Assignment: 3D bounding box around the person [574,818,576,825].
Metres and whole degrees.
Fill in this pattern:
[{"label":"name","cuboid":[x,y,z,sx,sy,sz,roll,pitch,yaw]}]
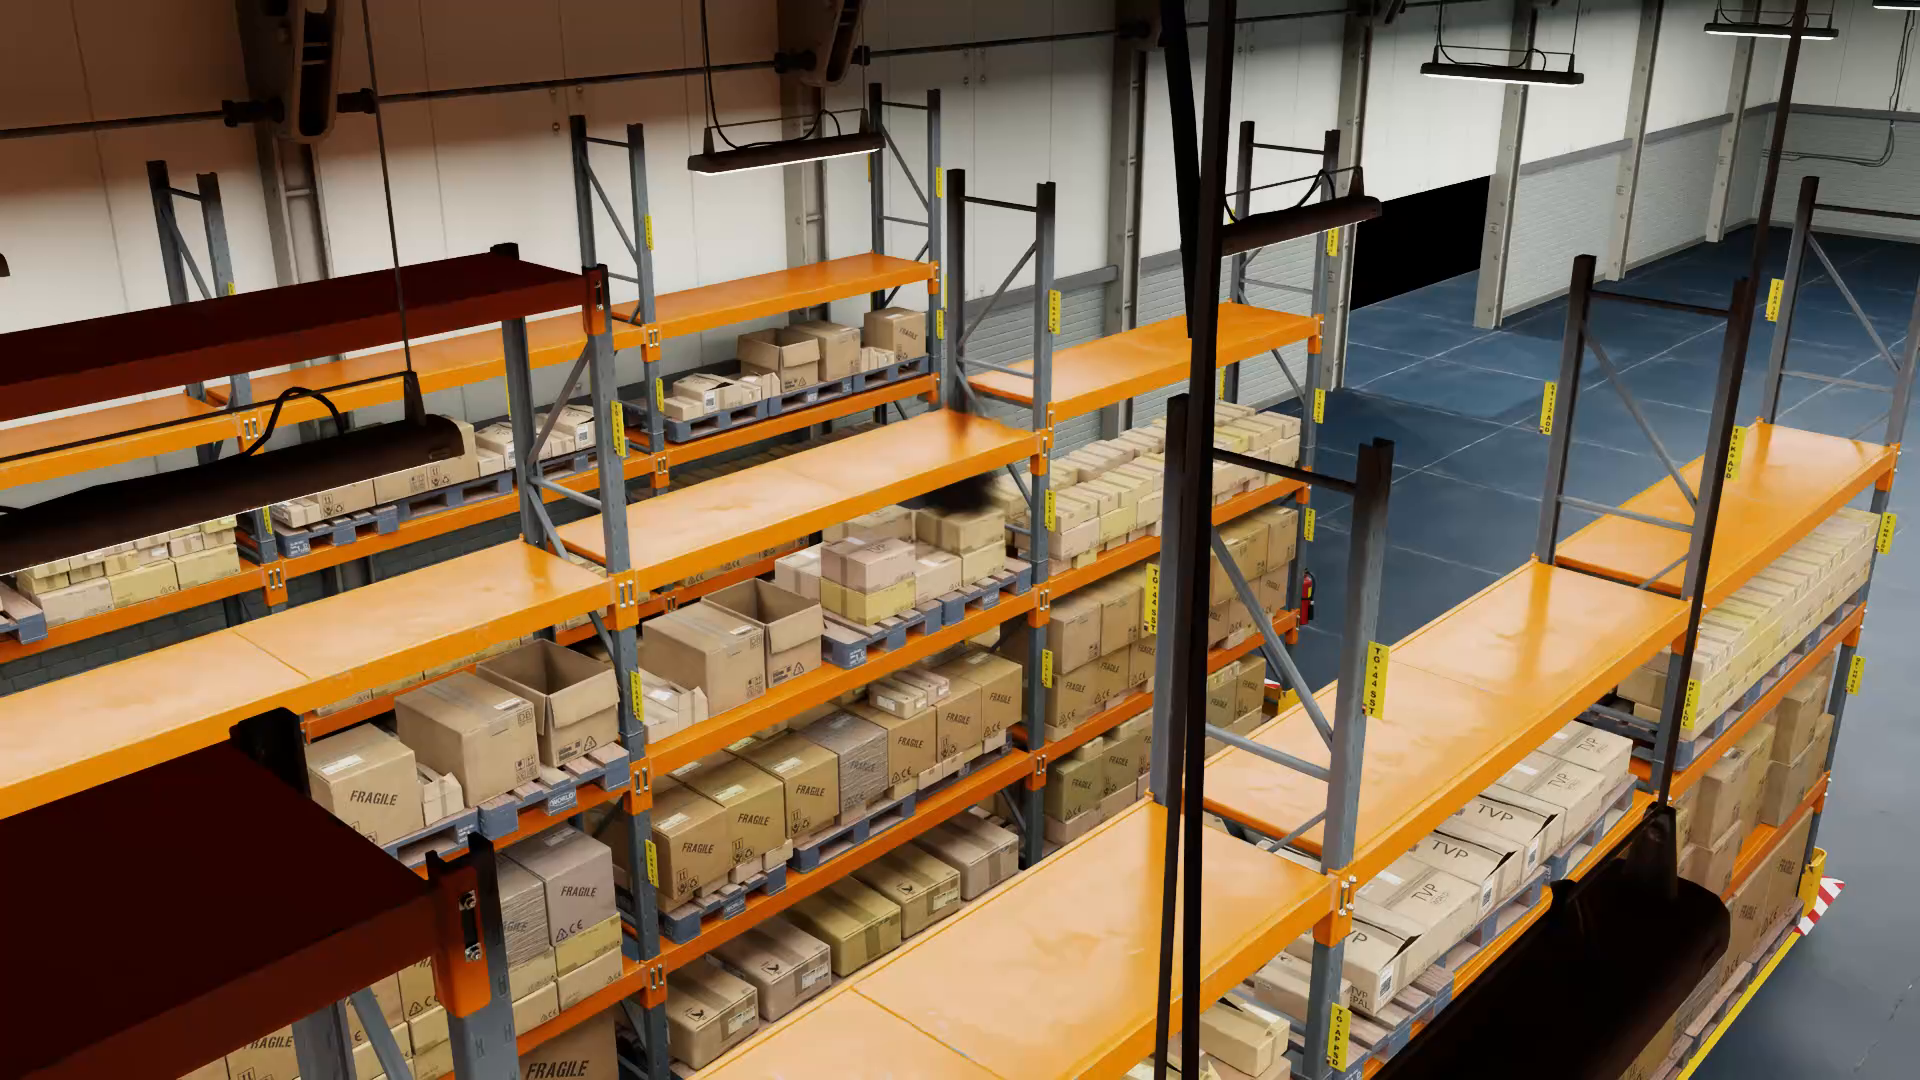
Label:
[{"label":"person","cuboid":[-3.651,2.089,14.417,0.601,1.626,0.943,11,24,26]}]
